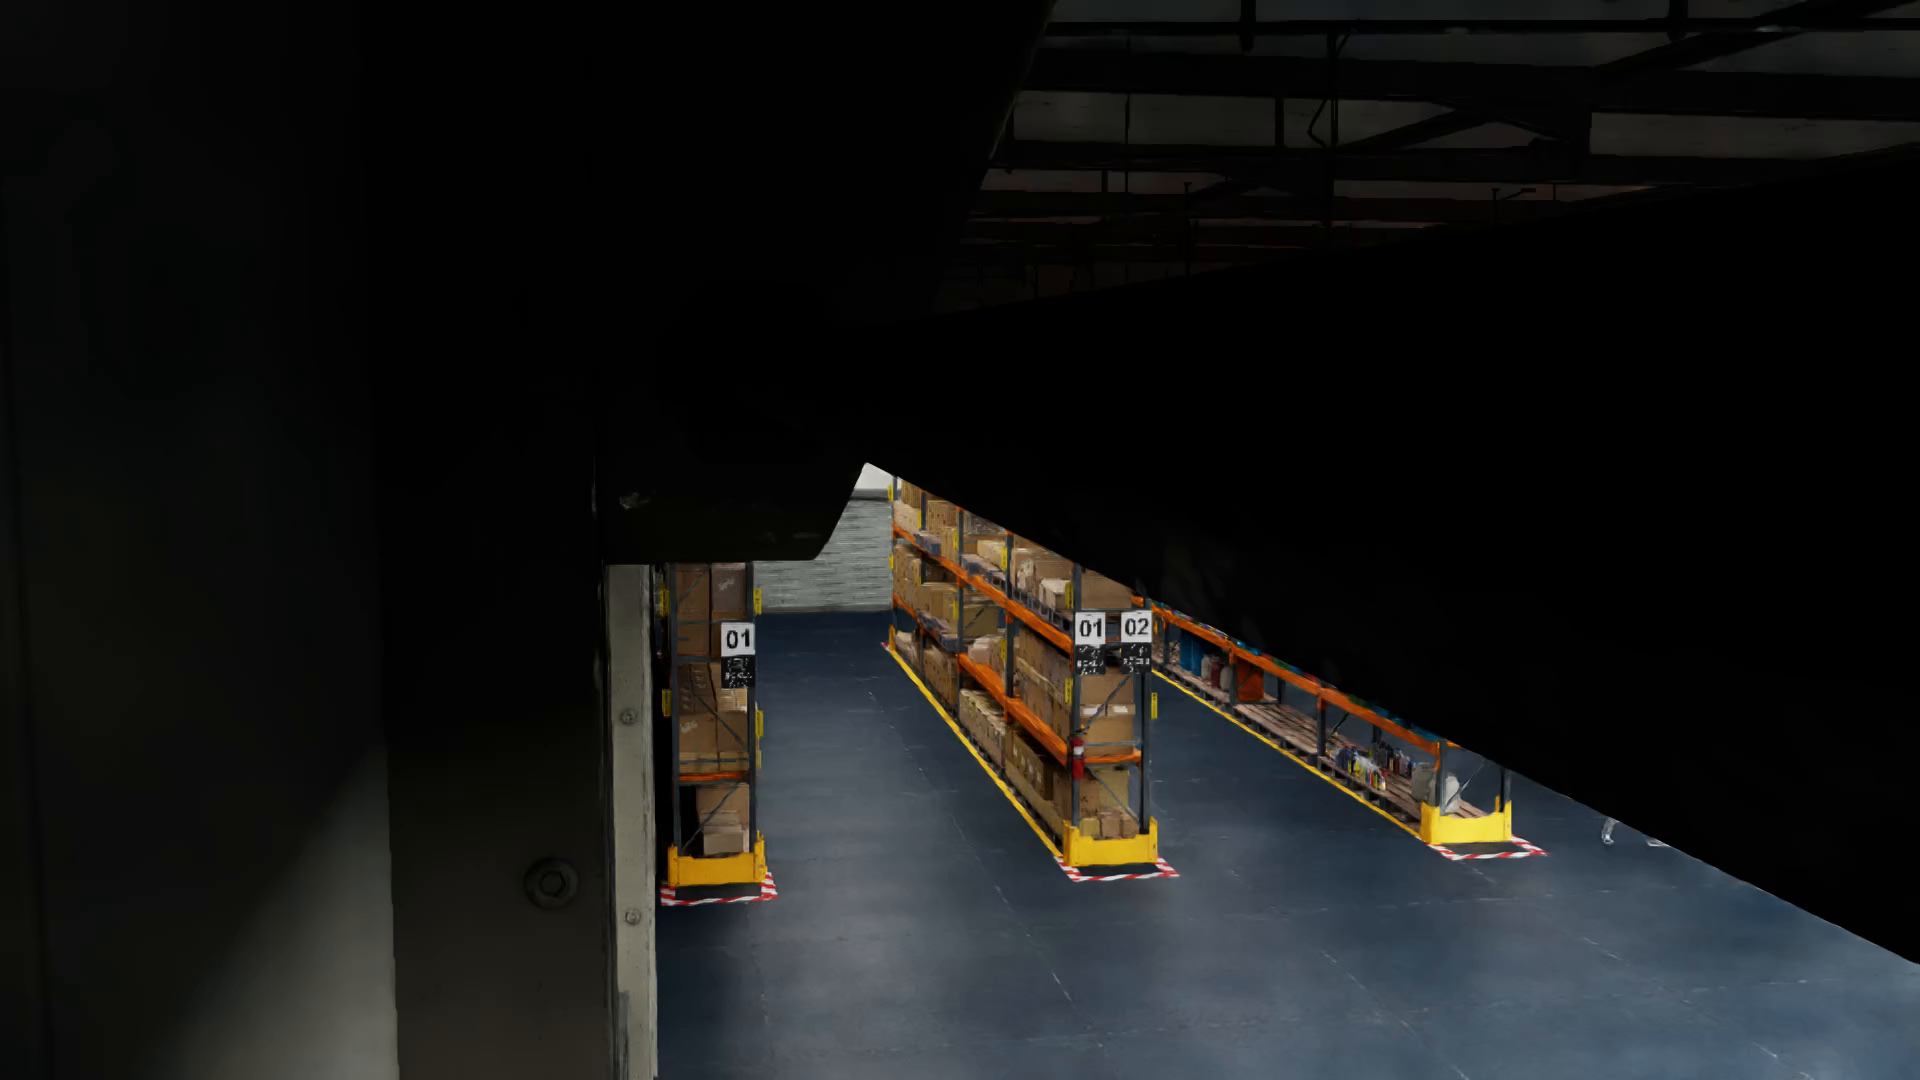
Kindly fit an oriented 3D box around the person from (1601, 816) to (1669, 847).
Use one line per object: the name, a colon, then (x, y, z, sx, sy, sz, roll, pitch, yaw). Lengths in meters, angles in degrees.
person: (8.779, 3.234, 21.632, 0.573, 1.516, 0.763, -3, 7, -29)
